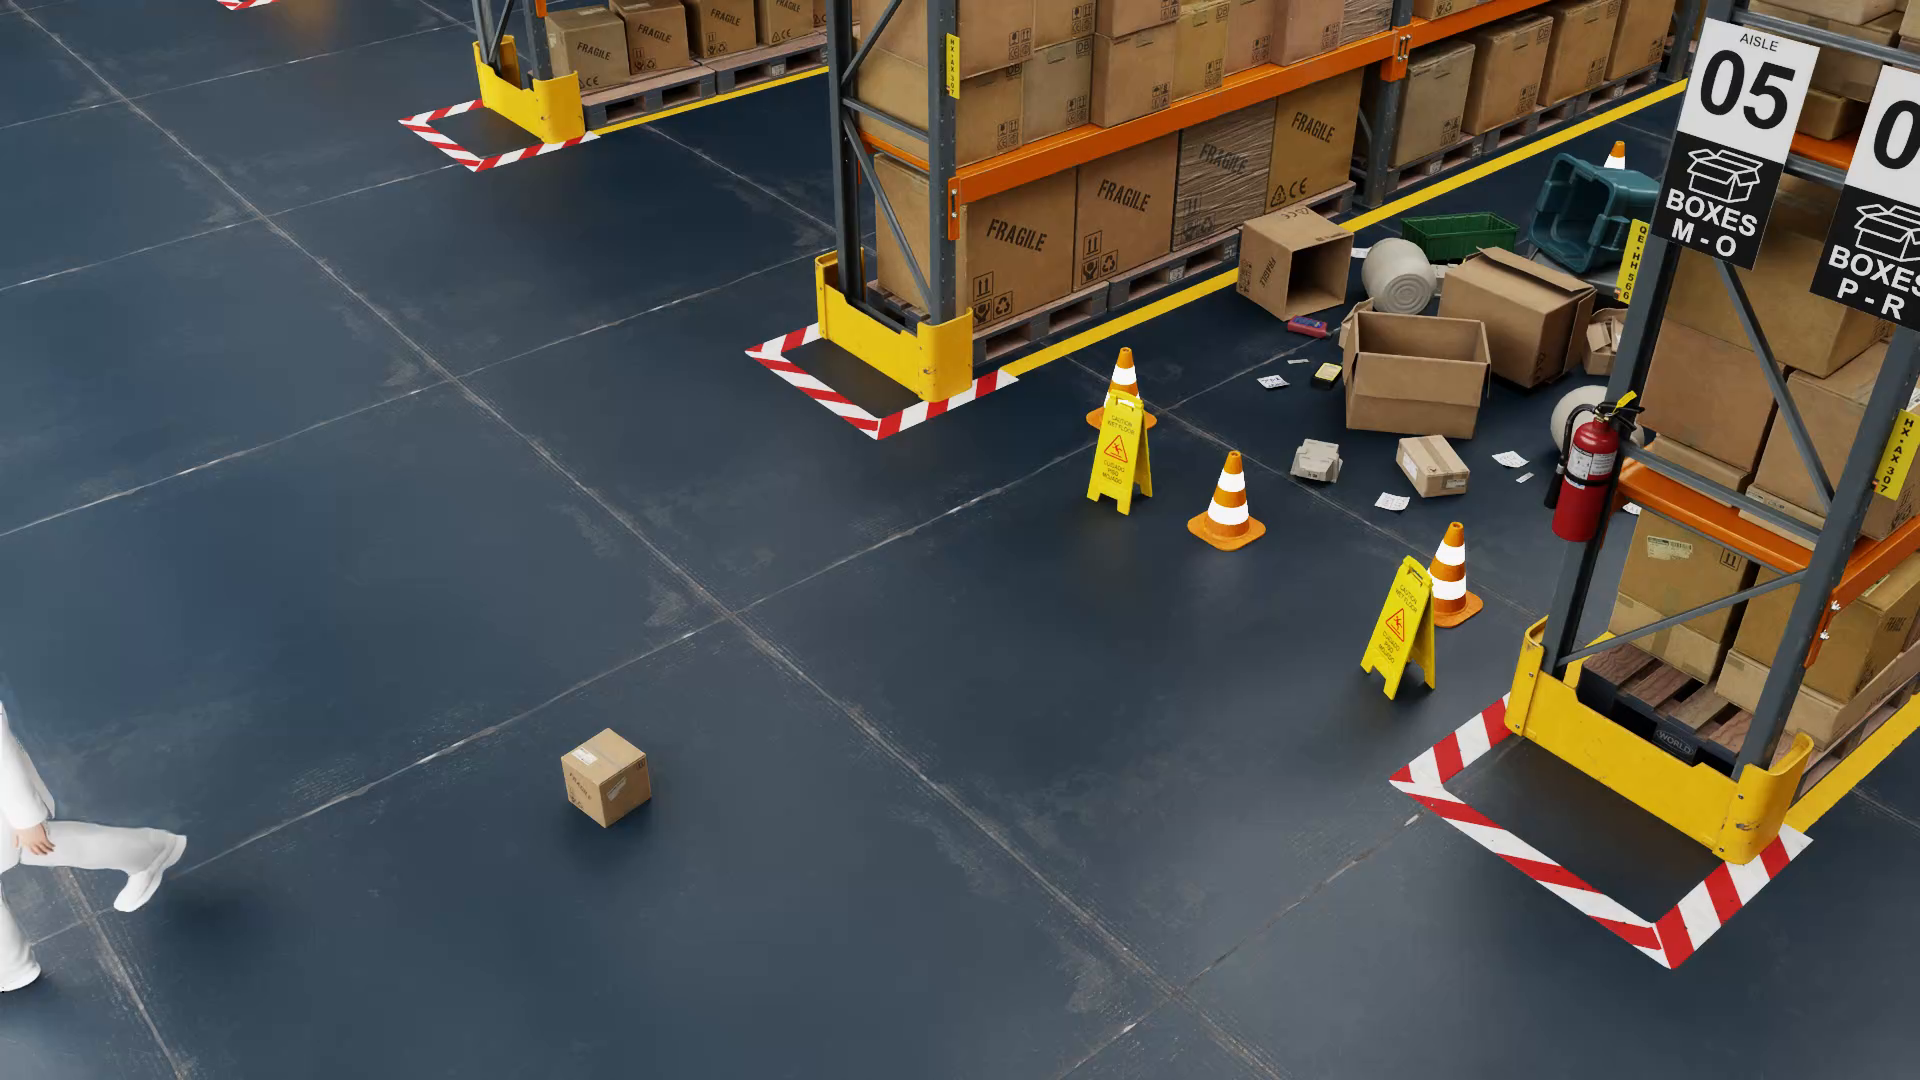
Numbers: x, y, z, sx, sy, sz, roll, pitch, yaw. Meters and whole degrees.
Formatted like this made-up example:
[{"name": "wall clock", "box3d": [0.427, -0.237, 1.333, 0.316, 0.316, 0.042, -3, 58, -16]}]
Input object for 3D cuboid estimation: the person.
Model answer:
[{"name": "person", "box3d": [-3.406, 0.850, 5.889, 0.985, 1.746, 0.612, -19, 40, -25]}]
